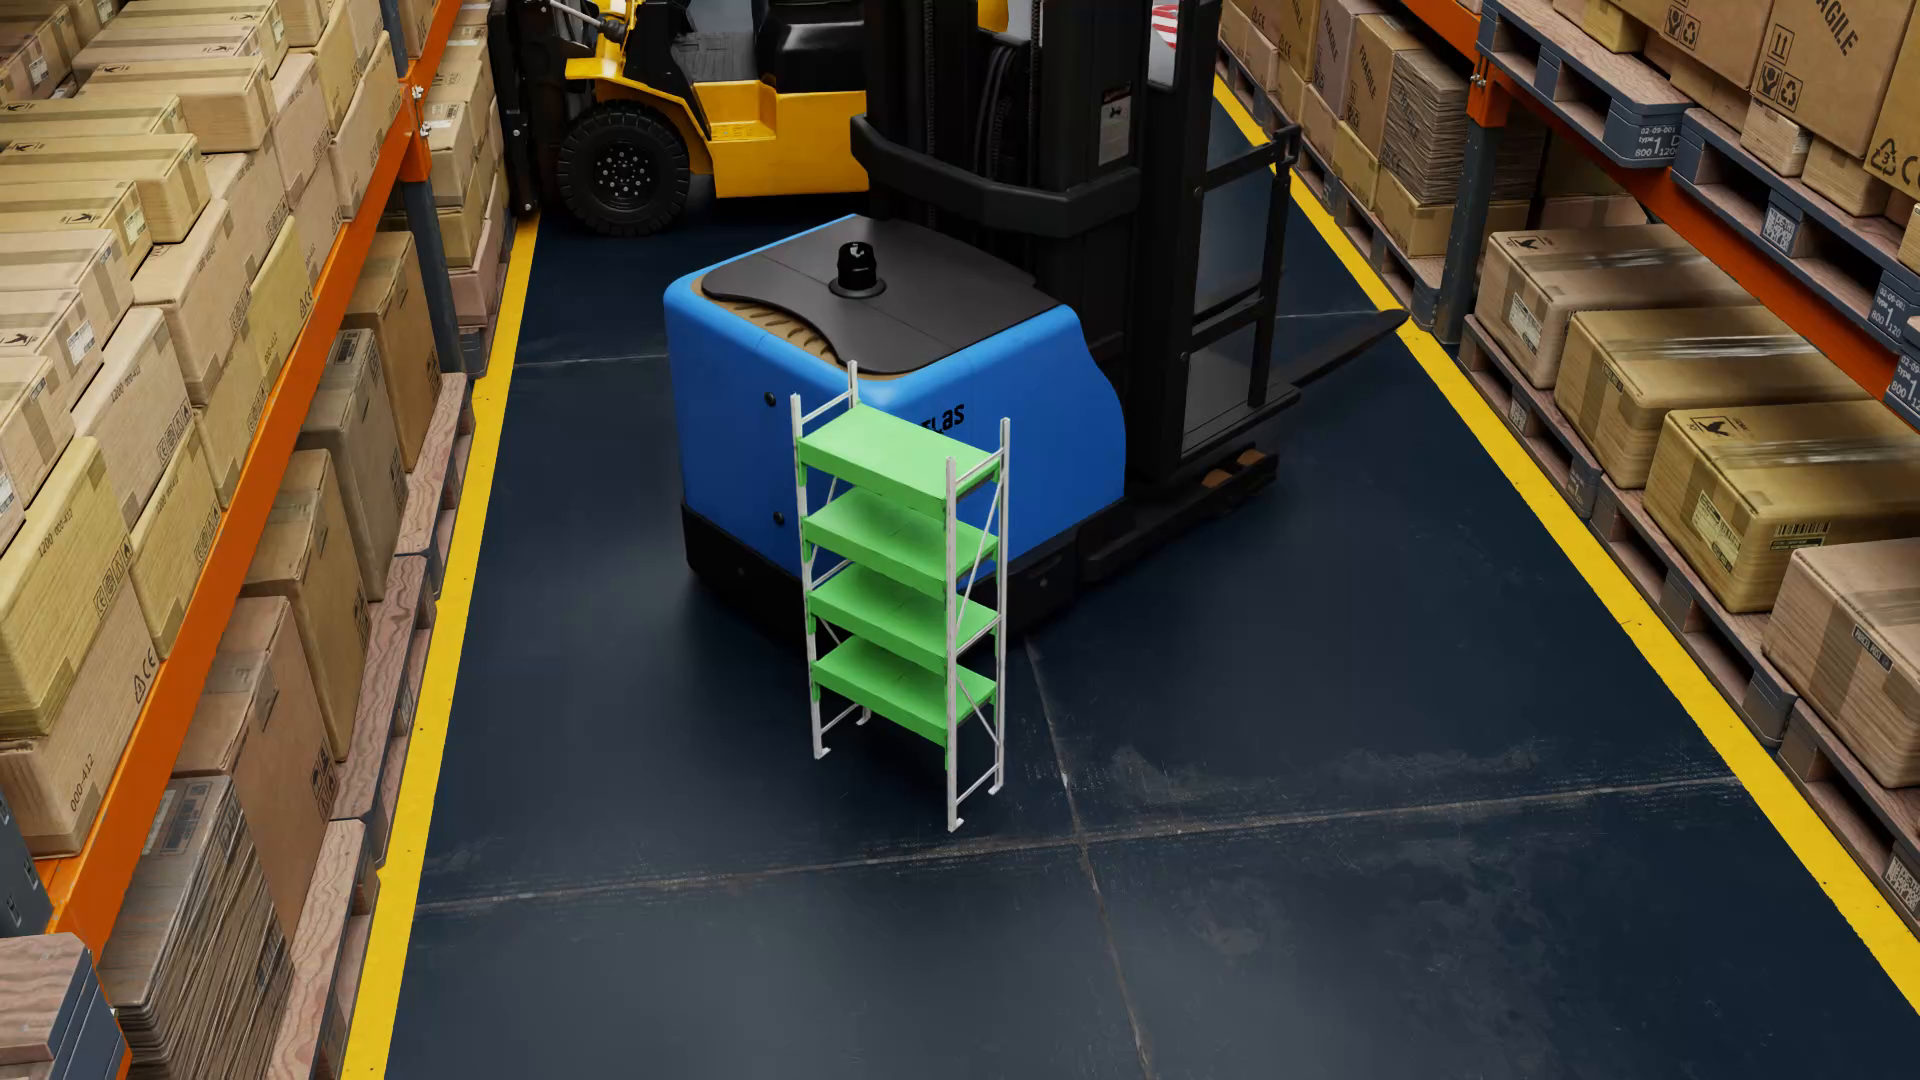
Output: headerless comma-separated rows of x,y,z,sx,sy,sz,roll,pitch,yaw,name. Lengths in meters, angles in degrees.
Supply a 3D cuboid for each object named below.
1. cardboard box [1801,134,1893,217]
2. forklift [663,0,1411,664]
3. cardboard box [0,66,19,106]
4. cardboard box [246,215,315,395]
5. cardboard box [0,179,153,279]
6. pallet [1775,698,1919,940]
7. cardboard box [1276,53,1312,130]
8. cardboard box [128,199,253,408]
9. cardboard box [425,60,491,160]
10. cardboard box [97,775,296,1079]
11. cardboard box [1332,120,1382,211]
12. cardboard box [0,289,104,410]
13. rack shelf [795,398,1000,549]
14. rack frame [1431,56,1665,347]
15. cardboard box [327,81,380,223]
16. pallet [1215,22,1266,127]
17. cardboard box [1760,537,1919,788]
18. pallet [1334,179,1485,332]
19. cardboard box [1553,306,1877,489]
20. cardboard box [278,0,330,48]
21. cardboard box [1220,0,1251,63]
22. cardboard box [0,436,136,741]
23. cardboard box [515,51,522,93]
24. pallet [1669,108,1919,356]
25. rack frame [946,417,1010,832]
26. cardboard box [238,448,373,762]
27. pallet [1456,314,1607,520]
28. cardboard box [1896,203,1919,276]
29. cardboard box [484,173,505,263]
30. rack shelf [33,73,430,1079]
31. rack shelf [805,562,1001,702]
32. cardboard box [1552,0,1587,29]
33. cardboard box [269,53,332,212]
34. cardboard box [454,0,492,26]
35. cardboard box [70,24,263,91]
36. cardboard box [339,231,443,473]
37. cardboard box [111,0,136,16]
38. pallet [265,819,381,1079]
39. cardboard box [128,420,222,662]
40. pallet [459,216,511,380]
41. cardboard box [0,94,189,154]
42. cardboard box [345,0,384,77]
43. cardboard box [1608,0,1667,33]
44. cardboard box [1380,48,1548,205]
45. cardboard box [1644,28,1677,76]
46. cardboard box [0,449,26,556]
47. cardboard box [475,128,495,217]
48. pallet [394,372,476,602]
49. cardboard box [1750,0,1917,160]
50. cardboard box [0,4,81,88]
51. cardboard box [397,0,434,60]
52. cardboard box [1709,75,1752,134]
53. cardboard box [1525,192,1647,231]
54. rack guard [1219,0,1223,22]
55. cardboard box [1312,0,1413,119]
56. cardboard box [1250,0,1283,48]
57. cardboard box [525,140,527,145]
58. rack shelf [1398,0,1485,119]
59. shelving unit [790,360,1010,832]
2.471,-0.977,4.370,0.380,0.149,0.250,-5,35,-8,cardboard box
0.499,-1.479,5.318,3.031,2.935,1.130,-29,44,-35,forklift
-2.427,-0.980,3.860,0.380,0.149,0.250,-4,34,-6,cardboard box
-1.908,-0.567,4.052,0.500,0.250,0.500,-3,34,-5,cardboard box
-1.842,-0.588,3.285,0.380,0.149,0.250,-4,34,-6,cardboard box
2.931,0.832,4.341,1.003,0.211,1.213,-4,35,-6,pallet
1.941,-2.325,8.567,0.500,0.250,0.500,-2,34,-3,cardboard box
-1.819,-0.489,3.494,0.500,0.250,0.500,-5,35,-8,cardboard box
-2.234,-1.768,6.862,0.500,0.250,0.500,-4,35,-6,cardboard box
-1.953,0.953,3.424,0.875,0.625,0.625,-3,34,-5,cardboard box
2.070,-1.759,7.736,0.500,0.250,0.500,-5,35,-8,cardboard box
-1.731,-0.306,2.870,0.380,0.149,0.250,-3,34,-5,cardboard box
-0.150,-0.175,4.202,0.480,0.148,0.258,23,41,30,rack shelf
2.497,-2.116,6.191,1.000,3.000,0.127,-4,35,-6,rack frame
-2.021,-1.134,4.884,0.500,0.250,0.500,-5,35,-7,cardboard box
2.044,-2.697,9.520,1.003,0.211,1.213,-4,35,-6,pallet
2.862,0.301,4.605,0.950,0.372,0.625,-5,35,-7,cardboard box
2.372,-1.336,7.522,1.003,0.211,1.213,-4,35,-6,pallet
2.670,-0.510,5.795,0.950,0.372,0.625,-2,34,-3,cardboard box
-1.955,-1.453,4.554,0.380,0.149,0.250,-5,35,-8,cardboard box
1.794,-2.914,9.431,0.500,0.250,0.500,-5,35,-7,cardboard box
-1.676,0.082,2.656,0.500,0.250,0.500,-4,35,-6,cardboard box
-2.437,-2.399,8.231,0.500,0.250,0.500,-5,35,-7,cardboard box
2.728,-0.906,4.586,1.003,0.211,1.213,-4,35,-6,pallet
0.044,0.252,4.314,0.015,1.200,0.240,23,41,30,rack frame
-2.140,0.213,4.509,0.875,0.625,0.625,-6,35,-8,cardboard box
2.603,-0.529,6.339,1.003,0.211,1.213,-4,35,-6,pallet
2.495,-0.693,3.954,0.380,0.149,0.250,-4,34,-6,cardboard box
-2.242,-1.352,7.139,0.500,0.250,0.500,-5,35,-7,cardboard box
-2.152,-0.324,4.201,1.077,0.370,4.000,-4,35,-6,rack shelf
-0.150,0.222,4.472,0.480,0.148,0.258,23,41,30,rack shelf
2.258,-1.853,5.656,0.380,0.149,0.250,-4,34,-6,cardboard box
-1.962,-1.055,4.324,0.500,0.250,0.500,-4,34,-5,cardboard box
-2.375,-2.338,7.699,0.500,0.250,0.500,-5,35,-7,cardboard box
-1.954,-1.162,4.127,0.380,0.149,0.250,-4,34,-6,cardboard box
-2.340,-0.640,5.761,0.875,0.625,0.625,-3,34,-4,cardboard box
-2.569,-1.542,4.684,0.380,0.149,0.250,-4,35,-7,cardboard box
-1.955,1.184,3.825,1.003,0.211,1.213,-4,35,-6,pallet
-1.763,0.009,3.206,0.500,0.250,0.500,-5,35,-7,cardboard box
-2.486,-1.032,7.077,1.003,0.211,1.213,-4,35,-6,pallet
-1.949,-0.872,3.702,0.380,0.149,0.250,-4,35,-6,cardboard box
-2.102,-1.628,5.164,0.500,0.250,0.500,-5,35,-7,cardboard box
2.344,-1.891,5.135,0.500,0.500,0.500,-4,35,-6,cardboard box
2.152,-1.773,7.091,0.500,0.500,0.500,-5,35,-7,cardboard box
2.397,-1.561,5.227,0.380,0.149,0.250,-2,34,-3,cardboard box
-1.634,-0.015,2.444,0.380,0.149,0.250,-3,34,-5,cardboard box
-2.250,-1.556,6.994,0.500,0.250,0.500,-5,35,-7,cardboard box
-2.283,-0.177,5.823,1.003,0.211,1.213,-4,35,-6,pallet
2.477,-1.328,4.309,0.500,0.500,0.500,-6,35,-8,cardboard box
-2.506,-1.260,4.270,0.380,0.149,0.250,-4,35,-6,cardboard box
-2.222,-2.046,6.001,0.500,0.500,0.500,-5,35,-8,cardboard box
2.422,-1.276,4.809,0.380,0.149,0.250,-4,34,-6,cardboard box
2.685,-1.503,7.360,0.500,0.250,0.500,-6,35,-9,cardboard box
1.969,-3.273,10.108,1.175,0.500,0.348,-4,35,-6,rack guard
2.012,-2.341,7.925,0.500,0.500,0.500,-3,34,-4,cardboard box
1.872,-2.919,8.773,0.500,0.500,0.500,-6,35,-8,cardboard box
-2.375,-1.923,7.976,0.500,0.250,0.500,-3,34,-5,cardboard box
2.228,-2.935,8.031,1.077,0.370,4.000,-4,35,-6,rack shelf
-0.150,0.169,4.436,0.503,1.200,0.258,23,41,30,shelving unit
